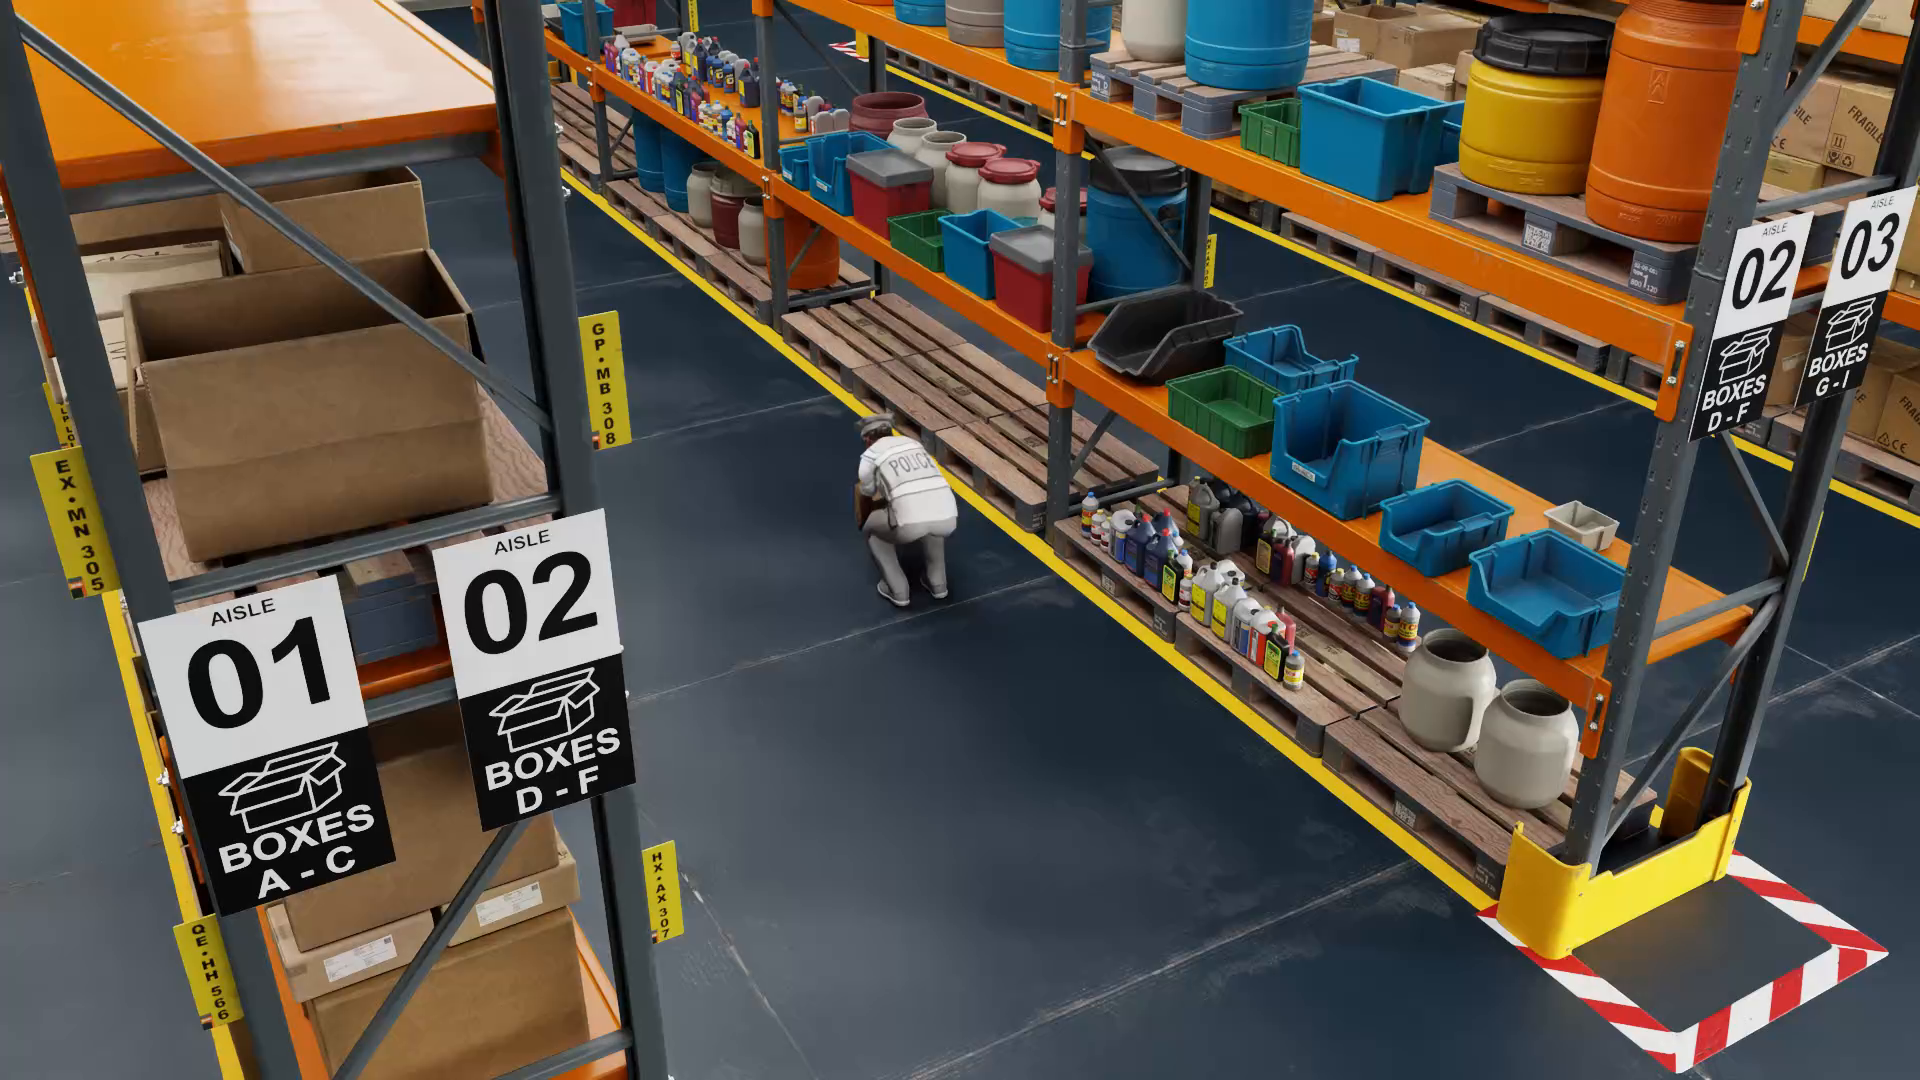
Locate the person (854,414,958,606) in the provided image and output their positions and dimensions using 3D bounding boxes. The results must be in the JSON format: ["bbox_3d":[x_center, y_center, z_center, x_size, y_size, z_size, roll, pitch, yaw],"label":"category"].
[{"bbox_3d":[-0.333,-0.183,9.599,0.465,0.974,0.900,-12,31,-21],"label":"person"}]
